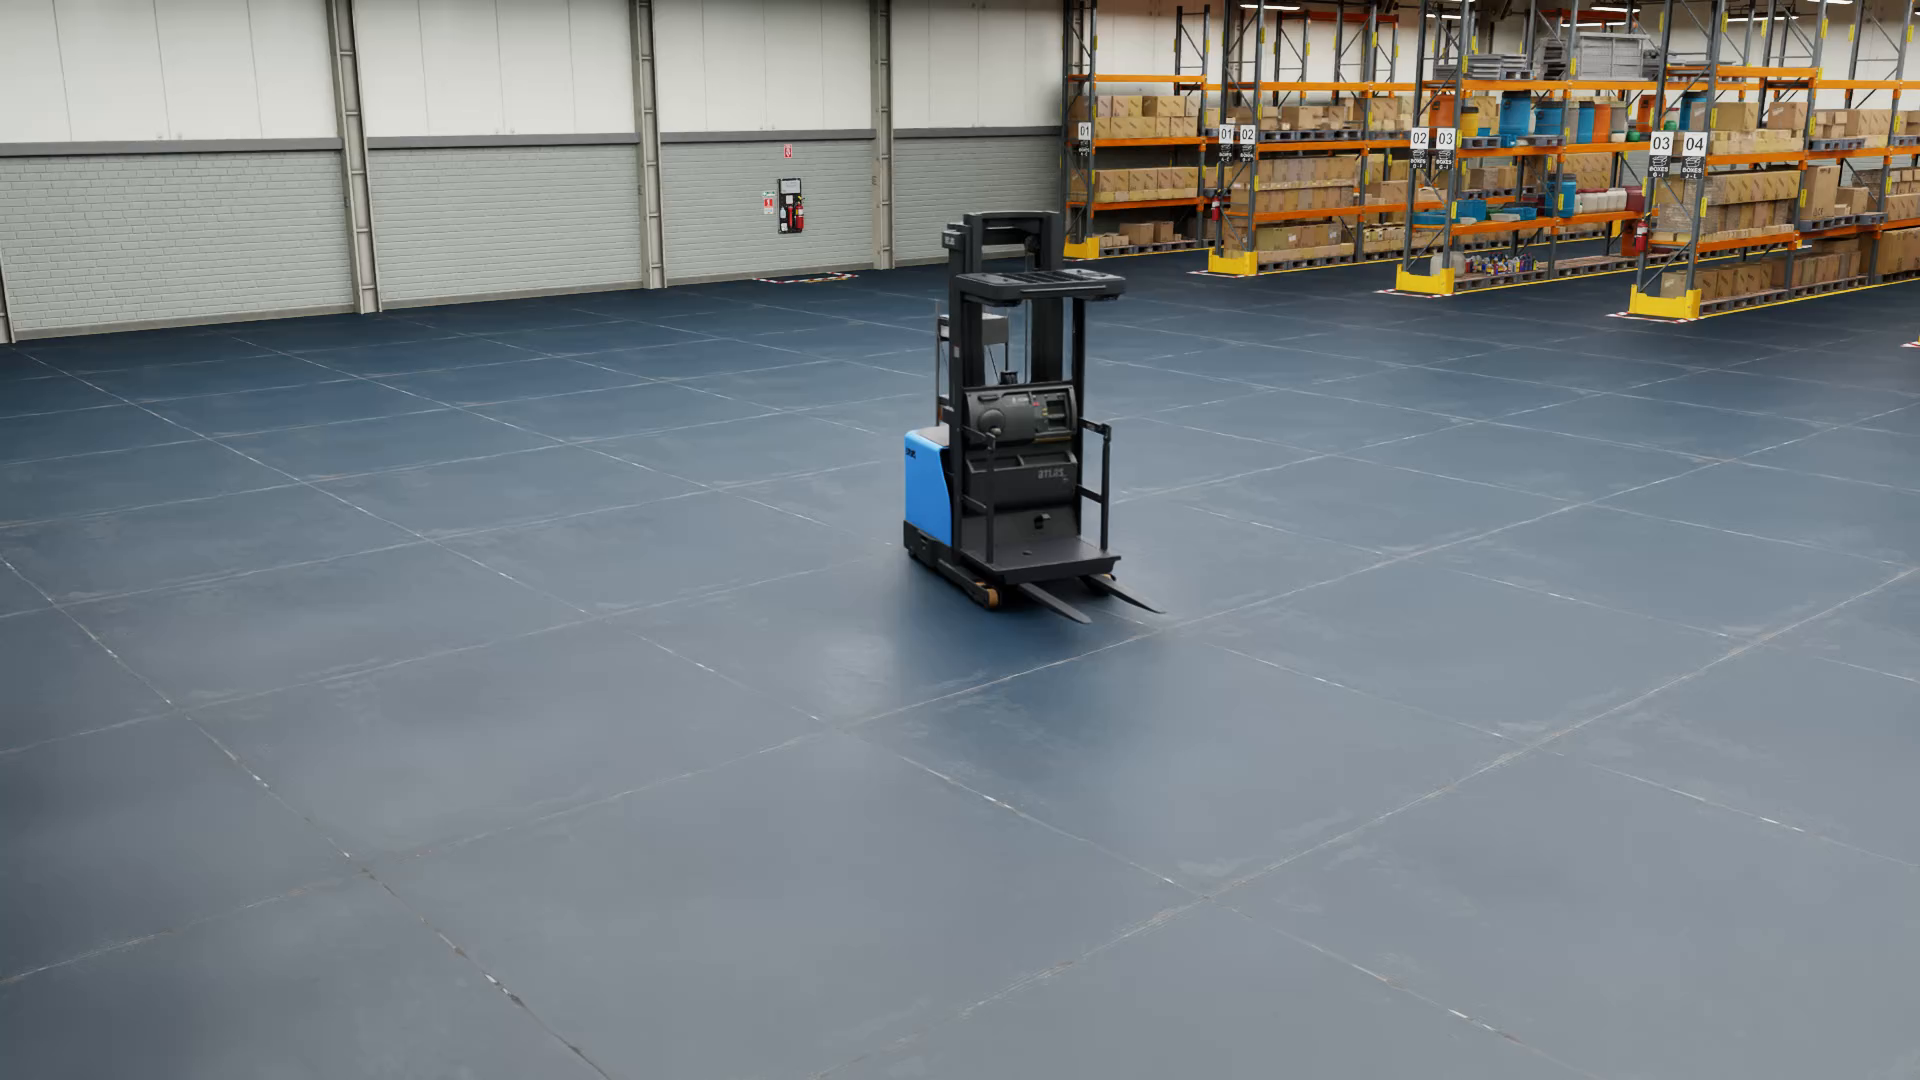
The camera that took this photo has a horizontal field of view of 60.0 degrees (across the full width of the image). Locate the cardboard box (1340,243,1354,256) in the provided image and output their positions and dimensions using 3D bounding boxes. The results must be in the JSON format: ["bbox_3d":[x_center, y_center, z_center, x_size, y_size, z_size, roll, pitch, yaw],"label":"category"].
[{"bbox_3d":[8.893,-6.839,39.057,0.500,0.250,0.500,-13,19,-39],"label":"cardboard box"}]

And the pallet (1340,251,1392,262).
[{"bbox_3d":[9.630,-6.871,40.065,1.213,0.211,1.003,-13,19,-39],"label":"pallet"}]

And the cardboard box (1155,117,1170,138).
[{"bbox_3d":[4.843,-10.239,41.224,0.500,0.500,0.500,-14,20,-41],"label":"cardboard box"}]

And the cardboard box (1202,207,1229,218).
[{"bbox_3d":[6.719,-8.620,43.748,0.500,0.250,0.500,-13,20,-41],"label":"cardboard box"}]

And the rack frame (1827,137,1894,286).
[{"bbox_3d":[18.617,-6.835,34.524,0.127,3.000,1.000,-13,19,-39],"label":"rack frame"}]

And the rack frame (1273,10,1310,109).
[{"bbox_3d":[8.863,-12.626,44.581,0.127,3.000,1.000,-13,19,-39],"label":"rack frame"}]

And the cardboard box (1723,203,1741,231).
[{"bbox_3d":[13.719,-5.944,30.418,0.500,0.500,0.875,-13,19,-39],"label":"cardboard box"}]

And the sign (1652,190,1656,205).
[{"bbox_3d":[15.732,-7.772,37.717,0.005,0.325,0.100,-13,19,-39],"label":"sign"}]

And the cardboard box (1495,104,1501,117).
[{"bbox_3d":[13.702,-10.893,42.703,0.600,0.600,0.600,-14,20,-41],"label":"cardboard box"}]

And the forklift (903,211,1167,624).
[{"bbox_3d":[0.573,-1.008,12.844,1.130,2.935,3.031,-6,16,-23],"label":"forklift"}]

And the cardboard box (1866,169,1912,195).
[{"bbox_3d":[19.673,-7.598,35.245,0.637,0.503,0.797,-12,19,-38],"label":"cardboard box"}]

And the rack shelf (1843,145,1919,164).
[{"bbox_3d":[20.126,-8.275,35.498,4.000,0.370,1.077,-13,19,-39],"label":"rack shelf"}]

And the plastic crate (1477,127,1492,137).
[{"bbox_3d":[10.572,-8.267,34.104,0.575,0.384,0.392,-13,19,-39],"label":"plastic crate"}]

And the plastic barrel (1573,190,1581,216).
[{"bbox_3d":[13.214,-7.306,36.027,0.433,0.535,0.433,0,15,0],"label":"plastic barrel"}]

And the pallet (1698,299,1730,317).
[{"bbox_3d":[13.276,-4.276,30.348,1.213,0.211,1.003,-13,19,-39],"label":"pallet"}]

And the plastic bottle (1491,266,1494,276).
[{"bbox_3d":[10.981,-5.568,34.353,0.097,0.201,0.097,0,15,0],"label":"plastic bottle"}]

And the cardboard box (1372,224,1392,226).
[{"bbox_3d":[10.365,-7.614,40.869,0.500,0.311,0.500,-13,20,-40],"label":"cardboard box"}]

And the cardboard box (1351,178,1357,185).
[{"bbox_3d":[9.035,-8.360,38.785,0.250,0.149,0.380,-13,20,-39],"label":"cardboard box"}]

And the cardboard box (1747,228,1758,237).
[{"bbox_3d":[14.489,-5.691,30.729,0.250,0.149,0.380,-13,19,-39],"label":"cardboard box"}]

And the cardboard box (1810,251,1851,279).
[{"bbox_3d":[17.715,-5.626,33.990,0.700,0.500,0.500,14,20,42],"label":"cardboard box"}]

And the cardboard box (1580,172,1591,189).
[{"bbox_3d":[16.844,-9.781,45.362,0.500,0.500,0.500,-13,20,-40],"label":"cardboard box"}]

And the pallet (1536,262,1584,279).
[{"bbox_3d":[12.915,-5.915,36.484,1.213,0.211,1.003,-13,19,-39],"label":"pallet"}]

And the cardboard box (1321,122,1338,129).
[{"bbox_3d":[8.369,-9.427,37.819,0.250,0.149,0.380,-13,19,-39],"label":"cardboard box"}]

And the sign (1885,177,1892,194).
[{"bbox_3d":[18.981,-7.252,33.996,0.005,0.325,0.100,-13,19,-39],"label":"sign"}]

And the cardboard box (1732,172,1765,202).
[{"bbox_3d":[14.307,-6.449,30.372,0.500,0.500,0.500,-13,19,-39],"label":"cardboard box"}]

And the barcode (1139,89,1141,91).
[{"bbox_3d":[4.514,-11.265,41.618,0.075,0.075,0.001,-13,19,-39],"label":"barcode"}]

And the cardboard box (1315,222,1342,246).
[{"bbox_3d":[8.508,-7.119,38.652,0.500,0.500,0.500,-13,19,-39],"label":"cardboard box"}]

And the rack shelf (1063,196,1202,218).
[{"bbox_3d":[4.336,-8.364,41.642,4.000,0.370,1.077,-13,19,-39],"label":"rack shelf"}]

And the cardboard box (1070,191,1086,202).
[{"bbox_3d":[3.053,-8.426,40.736,0.500,0.250,0.500,-12,19,-39],"label":"cardboard box"}]

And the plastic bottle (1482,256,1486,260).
[{"bbox_3d":[11.173,-5.914,35.488,0.133,0.283,0.061,-12,19,-37],"label":"plastic bottle"}]

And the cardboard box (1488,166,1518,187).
[{"bbox_3d":[14.153,-9.527,43.597,0.500,0.500,0.700,-9,17,-31],"label":"cardboard box"}]

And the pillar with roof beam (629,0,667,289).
[{"bbox_3d":[-3.439,-8.687,29.833,0.400,9.000,9.100,-13,19,-39],"label":"pillar with roof beam"}]

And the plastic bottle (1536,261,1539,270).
[{"bbox_3d":[12.279,-5.860,35.445,0.097,0.201,0.097,0,15,0],"label":"plastic bottle"}]

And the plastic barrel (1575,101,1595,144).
[{"bbox_3d":[13.576,-9.163,36.456,0.708,0.901,0.600,-13,19,-39],"label":"plastic barrel"}]

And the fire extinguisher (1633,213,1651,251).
[{"bbox_3d":[12.193,-5.512,29.724,0.183,0.674,0.296,-13,19,-39],"label":"fire extinguisher"}]

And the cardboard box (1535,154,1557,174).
[{"bbox_3d":[15.675,-9.998,44.235,0.500,0.500,0.500,-12,19,-38],"label":"cardboard box"}]

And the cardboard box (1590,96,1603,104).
[{"bbox_3d":[17.036,-11.836,45.303,0.500,0.500,0.700,-13,19,-39],"label":"cardboard box"}]

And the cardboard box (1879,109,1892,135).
[{"bbox_3d":[18.421,-8.444,33.575,0.500,0.500,0.500,-12,19,-38],"label":"cardboard box"}]

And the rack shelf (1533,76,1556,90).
[{"bbox_3d":[16.643,-12.329,44.871,4.000,0.370,1.077,-13,19,-39],"label":"rack shelf"}]

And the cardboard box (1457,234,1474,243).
[{"bbox_3d":[12.648,-7.790,42.093,0.500,0.500,0.500,-12,19,-37],"label":"cardboard box"}]

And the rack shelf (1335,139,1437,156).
[{"bbox_3d":[10.608,-9.527,40.184,4.000,0.370,1.077,-13,19,-39],"label":"rack shelf"}]

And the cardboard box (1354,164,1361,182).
[{"bbox_3d":[10.934,-10.308,46.718,0.500,0.500,0.500,-13,19,-39],"label":"cardboard box"}]

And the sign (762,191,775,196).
[{"bbox_3d":[-4.103,-7.430,35.659,0.331,0.109,0.001,-13,19,-39],"label":"sign"}]

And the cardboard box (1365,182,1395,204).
[{"bbox_3d":[10.087,-8.351,40.006,0.500,0.500,0.500,-11,18,-35],"label":"cardboard box"}]

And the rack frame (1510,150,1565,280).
[{"bbox_3d":[12.348,-7.121,35.597,0.127,3.000,1.000,-13,19,-39],"label":"rack frame"}]

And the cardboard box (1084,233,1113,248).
[{"bbox_3d":[3.409,-7.385,40.945,0.500,0.311,0.500,13,20,41],"label":"cardboard box"}]

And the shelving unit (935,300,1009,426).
[{"bbox_3d":[0.105,-1.061,14.652,0.503,2.100,0.431,-10,18,-32],"label":"shelving unit"}]

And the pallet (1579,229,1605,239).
[{"bbox_3d":[17.494,-8.623,46.626,1.213,0.211,1.003,-13,19,-39],"label":"pallet"}]

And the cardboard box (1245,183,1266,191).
[{"bbox_3d":[6.519,-7.795,36.668,0.250,0.149,0.380,-13,20,-40],"label":"cardboard box"}]

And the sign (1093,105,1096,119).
[{"bbox_3d":[3.184,-10.138,39.386,0.005,0.325,0.100,-13,19,-39],"label":"sign"}]

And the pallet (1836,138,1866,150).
[{"bbox_3d":[16.916,-7.776,32.599,1.003,0.211,1.213,-13,19,-39],"label":"pallet"}]
